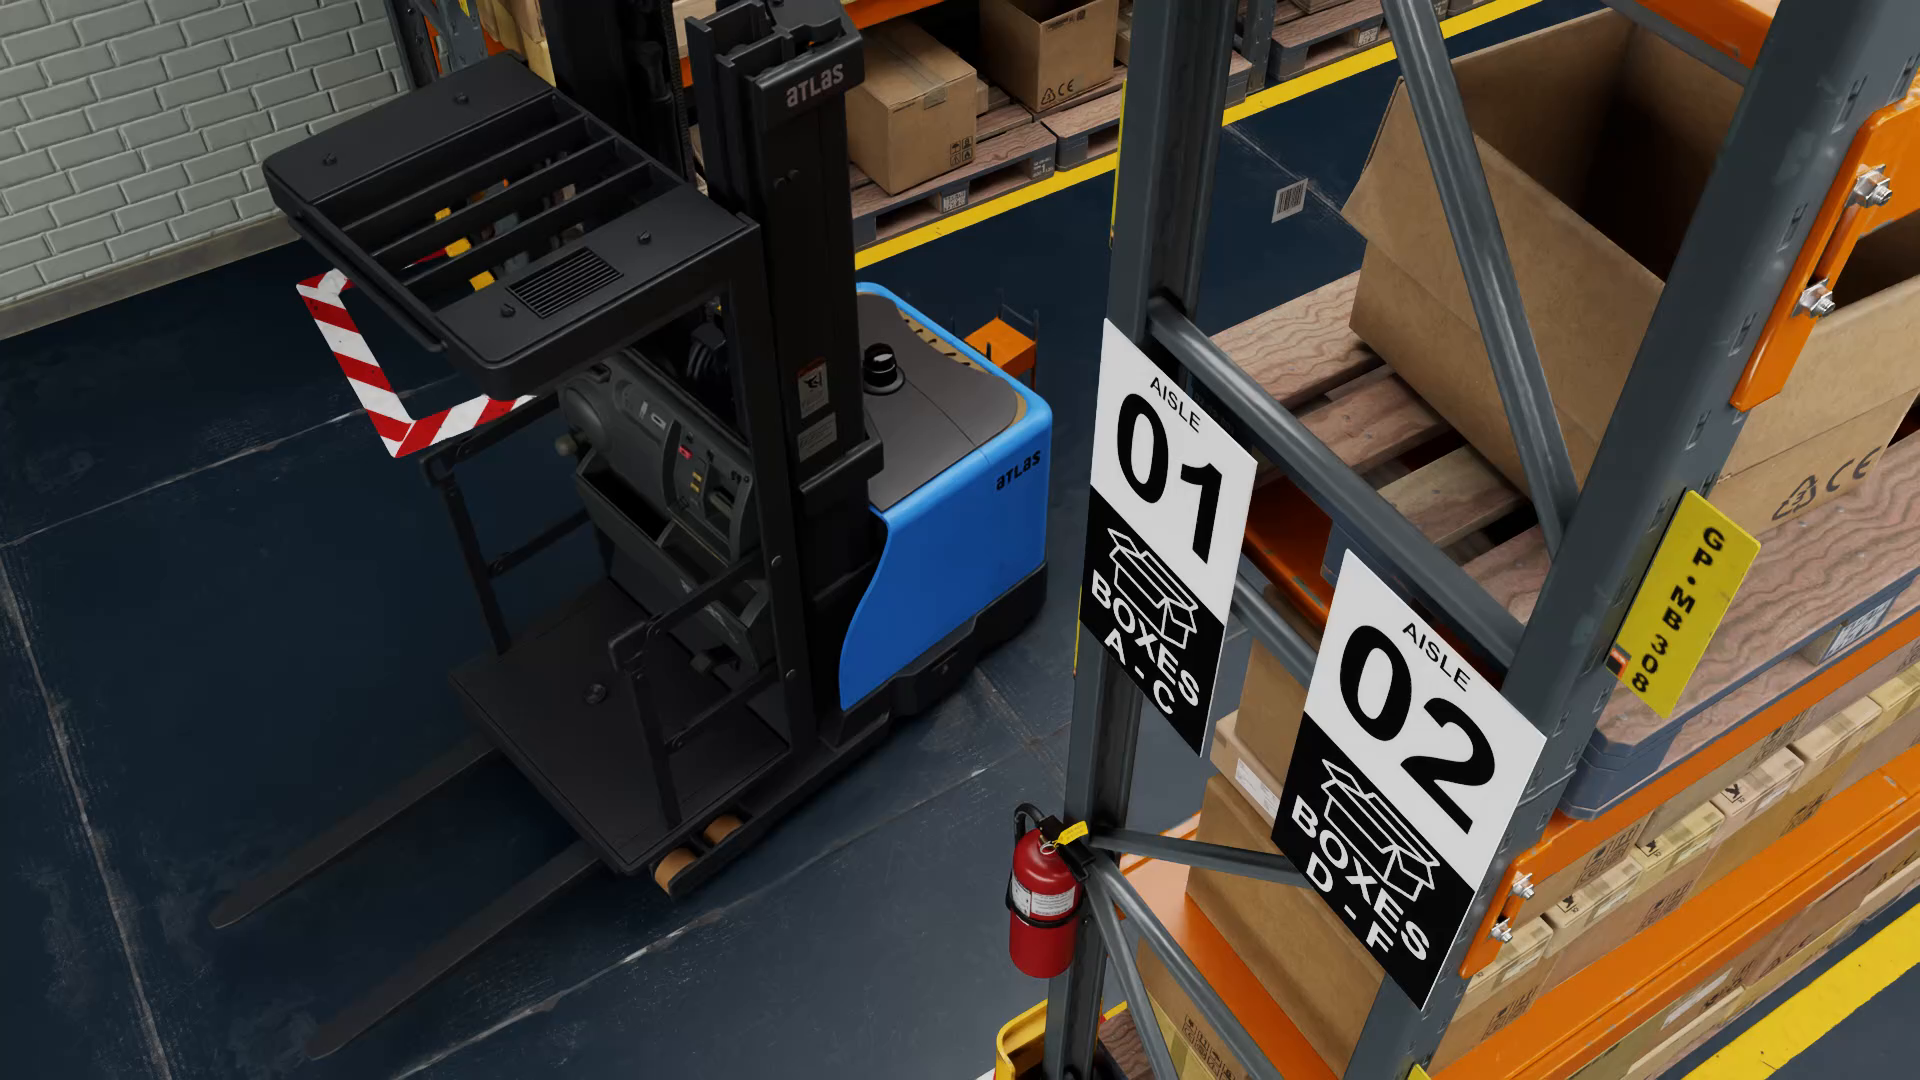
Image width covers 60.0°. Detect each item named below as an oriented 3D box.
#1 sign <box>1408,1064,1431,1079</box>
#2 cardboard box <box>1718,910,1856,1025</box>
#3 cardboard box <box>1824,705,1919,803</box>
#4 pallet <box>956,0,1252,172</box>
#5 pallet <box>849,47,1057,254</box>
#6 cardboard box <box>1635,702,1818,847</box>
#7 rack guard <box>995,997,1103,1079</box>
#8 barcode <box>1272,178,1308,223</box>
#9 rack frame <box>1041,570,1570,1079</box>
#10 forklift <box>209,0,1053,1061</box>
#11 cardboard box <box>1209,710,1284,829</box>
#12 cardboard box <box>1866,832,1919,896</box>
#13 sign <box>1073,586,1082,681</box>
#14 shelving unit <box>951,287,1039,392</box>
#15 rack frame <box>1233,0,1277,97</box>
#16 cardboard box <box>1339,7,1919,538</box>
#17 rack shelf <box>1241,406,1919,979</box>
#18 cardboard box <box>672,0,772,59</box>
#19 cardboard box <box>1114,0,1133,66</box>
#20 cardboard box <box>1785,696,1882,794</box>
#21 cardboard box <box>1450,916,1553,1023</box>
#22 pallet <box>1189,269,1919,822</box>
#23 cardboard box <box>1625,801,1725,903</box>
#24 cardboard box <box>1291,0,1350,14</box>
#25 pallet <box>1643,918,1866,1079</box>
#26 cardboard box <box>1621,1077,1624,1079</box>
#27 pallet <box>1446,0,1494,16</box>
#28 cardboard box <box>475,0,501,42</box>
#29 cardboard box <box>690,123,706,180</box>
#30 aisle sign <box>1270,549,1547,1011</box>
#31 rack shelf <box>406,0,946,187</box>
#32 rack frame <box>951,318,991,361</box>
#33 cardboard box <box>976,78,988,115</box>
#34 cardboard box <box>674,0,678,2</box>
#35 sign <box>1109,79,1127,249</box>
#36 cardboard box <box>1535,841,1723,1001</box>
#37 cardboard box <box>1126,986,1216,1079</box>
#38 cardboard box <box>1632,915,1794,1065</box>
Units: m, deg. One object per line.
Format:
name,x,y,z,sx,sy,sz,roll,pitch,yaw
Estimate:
sign,0.848,1.083,3.090,0.005,0.325,0.100,-25,53,-21
cardboard box,2.399,1.149,5.223,0.500,0.250,0.500,-25,53,-21
cardboard box,2.267,0.215,4.429,0.500,0.500,0.700,-24,52,-20
pallet,0.745,-2.459,8.744,1.213,0.211,1.003,-25,53,-21
pallet,-0.288,-1.970,8.309,1.213,0.211,1.003,-25,53,-21
cardboard box,1.446,0.168,3.602,0.500,0.500,0.700,-27,53,-22
rack guard,0.537,1.885,4.682,0.348,0.500,1.175,-25,53,-21
barcode,0.555,-0.571,2.798,0.075,0.075,0.001,-25,53,-21
rack frame,0.557,1.044,3.757,0.127,3.000,1.000,-25,53,-21
forklift,-1.082,-0.218,4.927,3.031,2.935,1.130,-35,57,-27
cardboard box,0.779,0.523,3.720,0.250,0.149,0.380,-26,53,-21
cardboard box,2.815,0.692,5.128,0.500,0.500,0.500,-25,53,-21
sign,0.280,0.232,3.546,0.005,0.325,0.100,-25,53,-21
shelving unit,0.127,-0.464,6.405,0.252,1.050,0.215,-37,58,-28
rack frame,1.294,-3.677,7.961,0.127,3.000,1.000,-25,53,-21
cardboard box,1.046,-0.400,2.590,0.637,0.503,0.797,-22,52,-18
rack shelf,2.249,-0.511,3.615,4.000,0.370,1.077,-25,53,-21
cardboard box,-1.075,-2.250,6.777,0.500,0.250,0.500,-27,54,-22
cardboard box,0.857,-2.649,8.648,0.250,0.166,0.380,-32,56,-25
cardboard box,1.876,0.363,3.862,0.250,0.149,0.380,-27,54,-22
cardboard box,1.004,0.775,3.495,0.250,0.149,0.380,-26,53,-21
pallet,1.169,-0.189,2.906,1.213,0.211,1.003,-25,53,-21
cardboard box,1.438,0.570,3.678,0.250,0.149,0.380,-25,53,-21
cardboard box,1.908,-3.296,9.001,0.500,0.500,0.700,-24,52,-20
pallet,2.212,1.157,5.523,1.213,0.211,1.003,-25,53,-21
cardboard box,1.550,1.544,4.871,0.500,0.250,0.500,-25,53,-21
pallet,2.984,-3.550,9.715,1.213,0.211,1.003,-25,53,-21
cardboard box,-1.797,-2.348,6.865,0.500,0.250,0.500,-25,53,-20
cardboard box,-0.974,-1.781,7.779,0.500,0.311,0.500,-21,52,-18
aisle sign,0.665,0.399,2.590,0.004,0.787,0.394,-25,53,-21
rack shelf,-0.398,-2.641,7.520,4.000,0.370,1.077,-25,53,-21
rack frame,0.041,-0.400,6.348,0.008,1.050,0.200,-37,58,-28
cardboard box,-0.069,-2.250,8.305,0.250,0.149,0.380,-29,55,-24
cardboard box,-1.102,-2.480,6.480,0.500,0.500,0.500,-25,53,-21
sign,0.280,-0.570,2.646,0.005,0.325,0.100,-25,53,-21
cardboard box,1.401,0.621,4.067,0.500,0.500,0.700,-24,53,-20
cardboard box,0.853,1.419,4.983,0.500,0.250,0.500,-25,53,-21
cardboard box,1.967,1.089,4.775,0.500,0.500,0.500,-25,53,-21
